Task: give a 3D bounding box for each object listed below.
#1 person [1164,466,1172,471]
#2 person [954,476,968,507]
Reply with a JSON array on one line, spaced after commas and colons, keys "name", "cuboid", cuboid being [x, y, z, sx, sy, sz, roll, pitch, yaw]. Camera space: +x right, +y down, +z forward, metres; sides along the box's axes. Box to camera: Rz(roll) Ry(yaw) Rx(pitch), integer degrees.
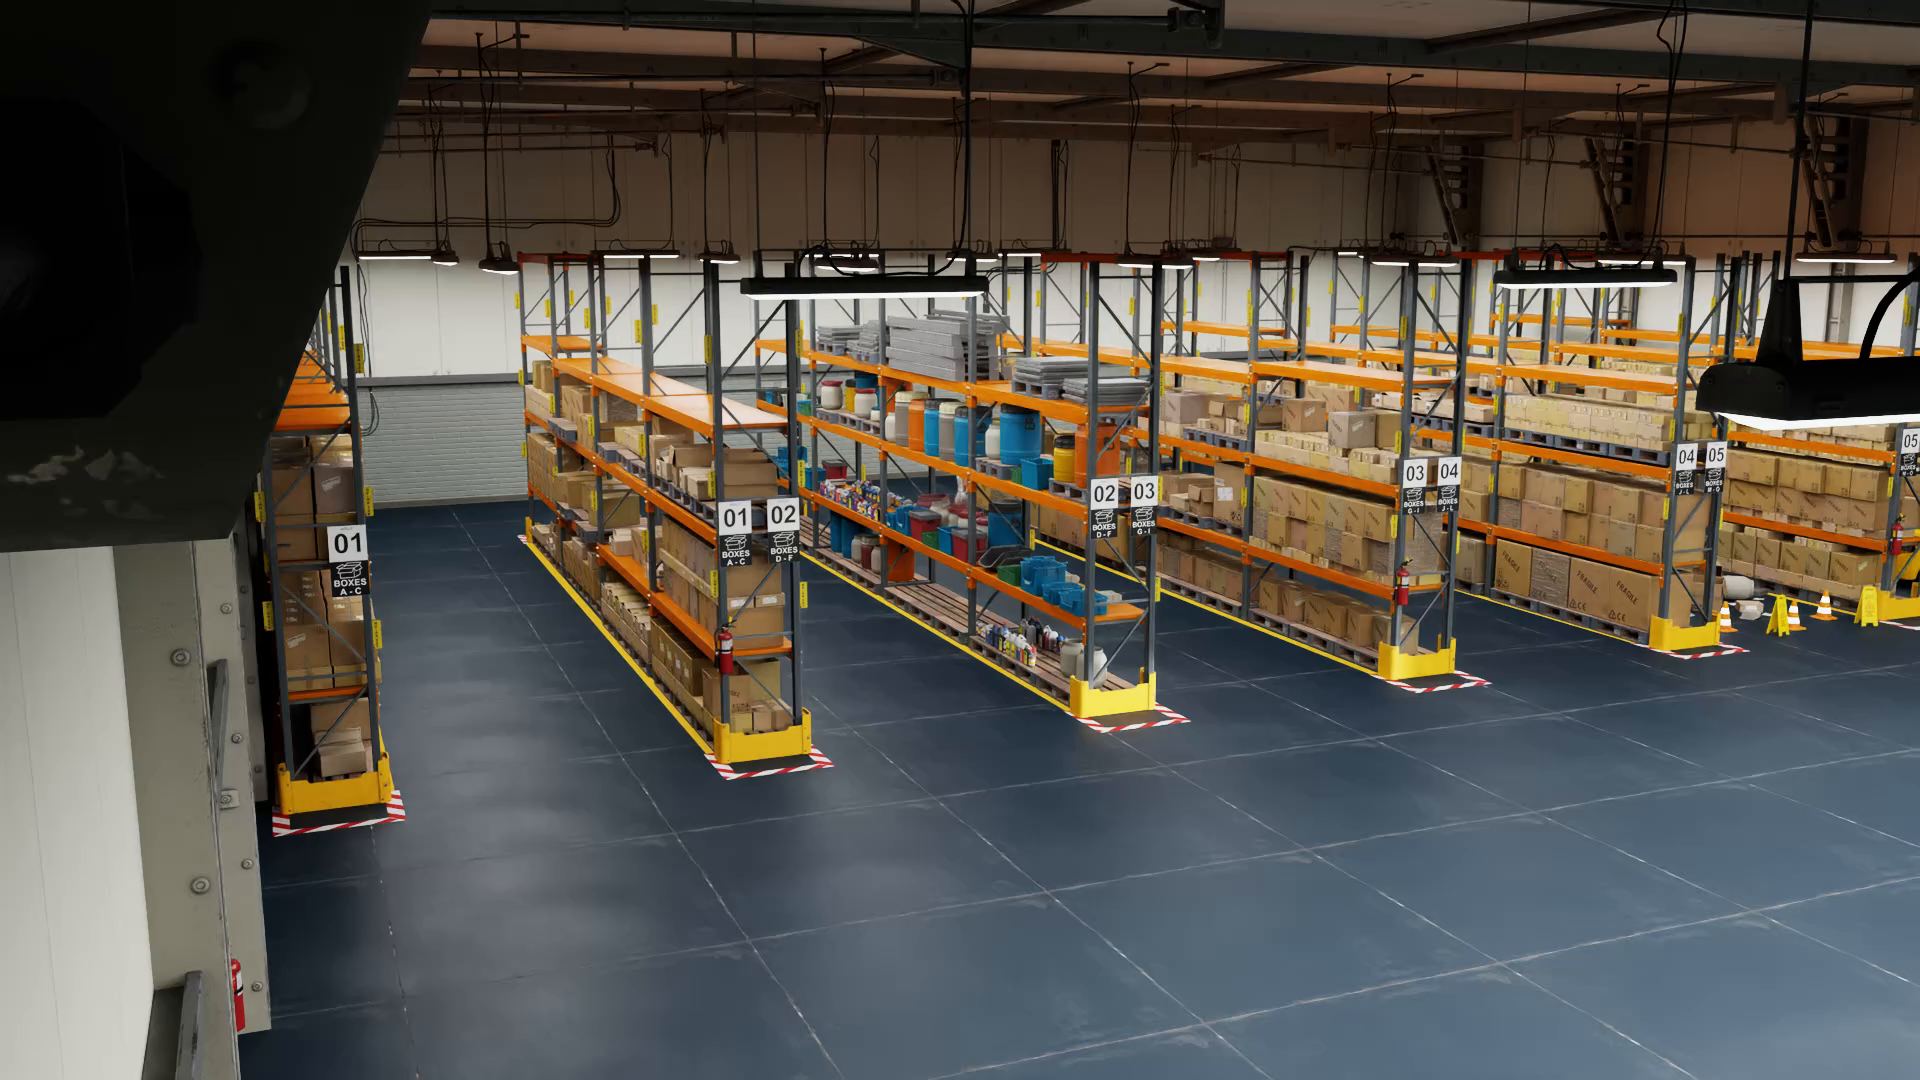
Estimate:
[{"name": "person", "cuboid": [4.313, -0.680, 34.152, 0.492, 1.669, 0.516, -5, 11, -24]}, {"name": "person", "cuboid": [0.141, -1.010, 35.592, 0.472, 1.789, 0.602, 3, 11, 16]}]
